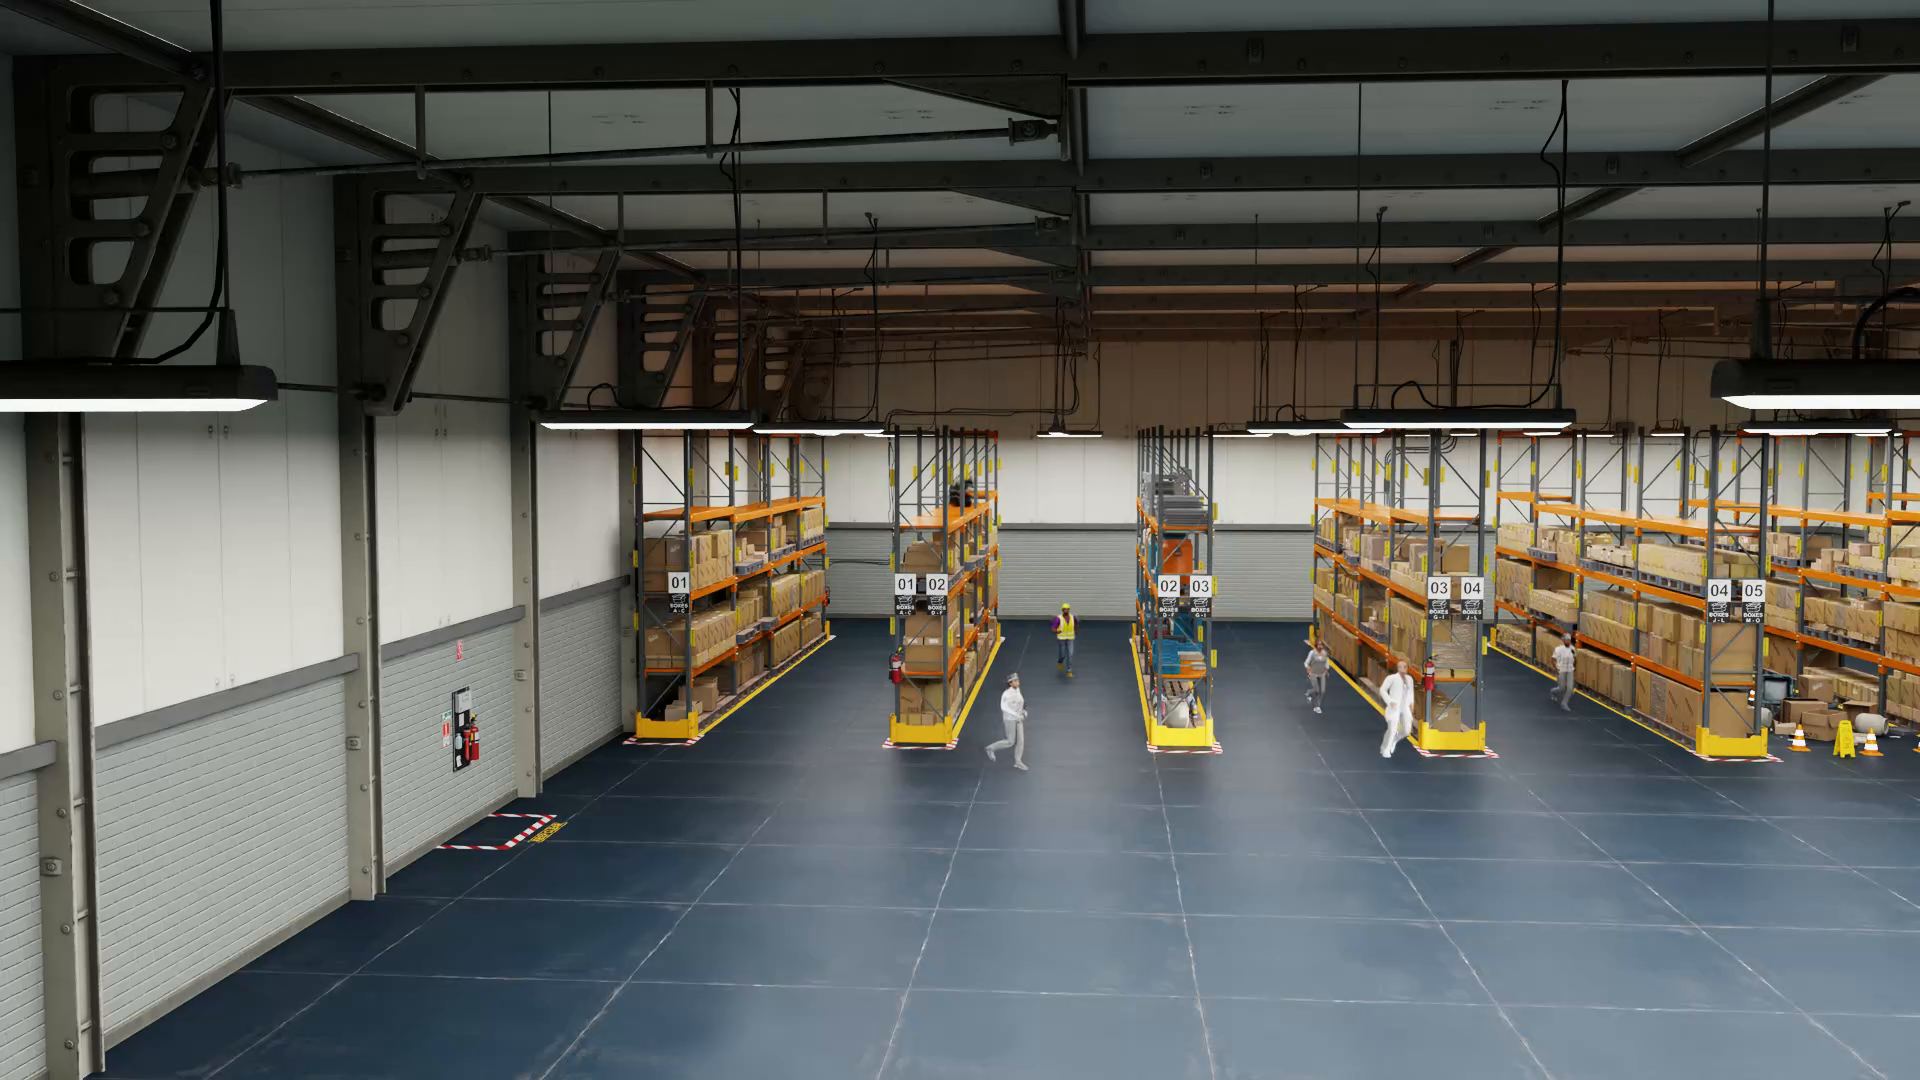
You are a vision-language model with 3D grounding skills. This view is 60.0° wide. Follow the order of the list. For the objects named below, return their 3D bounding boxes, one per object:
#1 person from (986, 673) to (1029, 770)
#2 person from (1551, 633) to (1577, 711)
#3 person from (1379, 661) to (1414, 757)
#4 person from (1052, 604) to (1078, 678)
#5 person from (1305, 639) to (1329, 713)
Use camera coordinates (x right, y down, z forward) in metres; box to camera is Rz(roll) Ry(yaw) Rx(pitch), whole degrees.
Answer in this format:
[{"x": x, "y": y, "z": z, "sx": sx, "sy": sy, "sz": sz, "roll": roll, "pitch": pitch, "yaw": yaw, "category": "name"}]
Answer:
[{"x": 0.876, "y": 3.150, "z": 29.080, "sx": 0.780, "sy": 1.695, "sz": 0.624, "roll": 2, "pitch": 4, "yaw": 33, "category": "person"}, {"x": 12.852, "y": 2.781, "z": 35.402, "sx": 0.558, "sy": 1.649, "sz": 0.586, "roll": 0, "pitch": 3, "yaw": -4, "category": "person"}, {"x": 7.976, "y": 3.058, "z": 30.134, "sx": 0.772, "sy": 1.715, "sz": 0.552, "roll": -1, "pitch": 4, "yaw": -18, "category": "person"}, {"x": 2.562, "y": 2.415, "z": 40.247, "sx": 0.700, "sy": 1.762, "sz": 0.956, "roll": -1, "pitch": 3, "yaw": -10, "category": "person"}, {"x": 7.517, "y": 2.892, "z": 35.032, "sx": 0.523, "sy": 1.480, "sz": 0.574, "roll": -1, "pitch": 3, "yaw": -9, "category": "person"}]
